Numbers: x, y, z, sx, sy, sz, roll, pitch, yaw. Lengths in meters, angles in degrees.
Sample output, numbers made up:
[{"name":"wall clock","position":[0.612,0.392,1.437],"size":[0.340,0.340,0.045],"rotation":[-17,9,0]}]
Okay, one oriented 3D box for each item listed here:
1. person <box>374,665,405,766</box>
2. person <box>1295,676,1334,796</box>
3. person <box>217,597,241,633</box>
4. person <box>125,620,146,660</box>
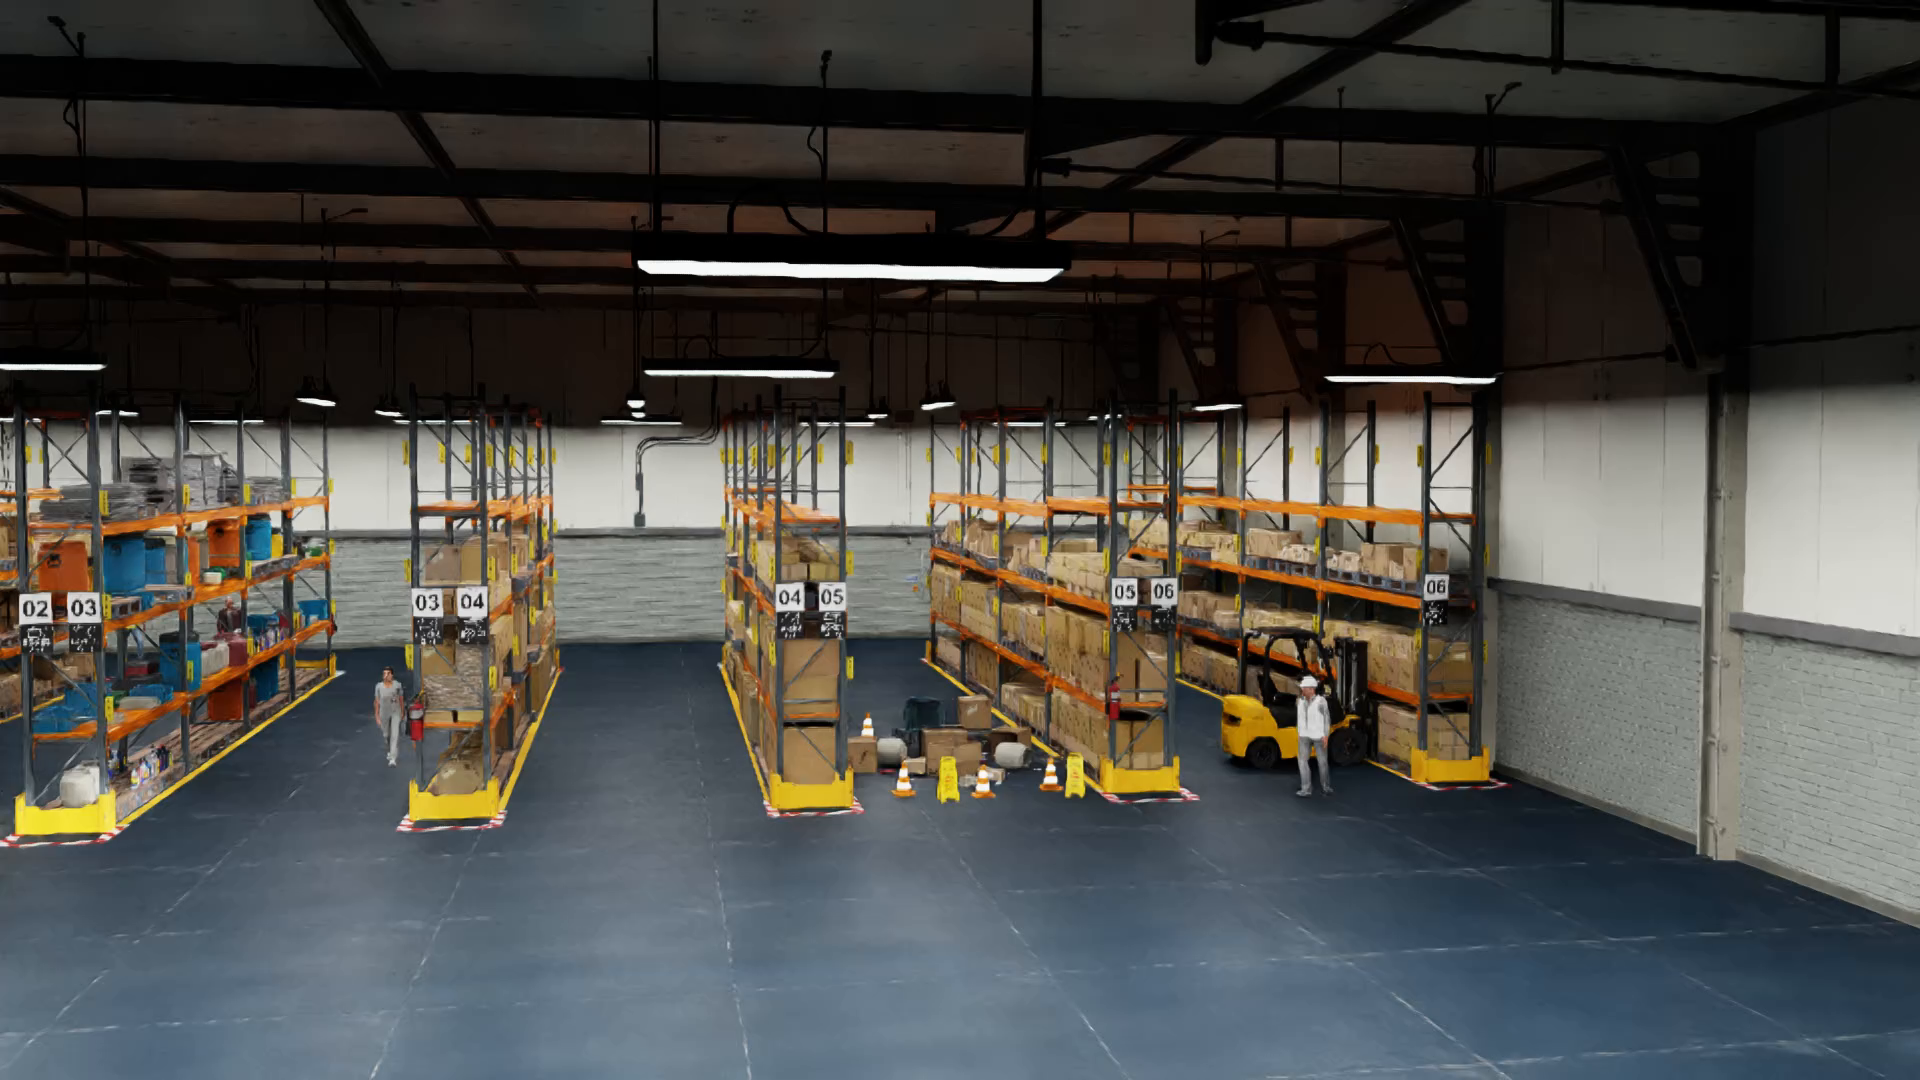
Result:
[{"name":"person","position":[-9.276,2.822,26.991],"size":[0.446,1.590,1.109],"rotation":[0,3,-8]},{"name":"person","position":[5.223,2.882,24.568],"size":[0.560,1.765,0.590],"rotation":[2,4,38]},{"name":"person","position":[-17.059,2.165,38.877],"size":[0.585,1.698,1.193],"rotation":[0,3,-8]},{"name":"person","position":[-20.085,2.105,40.255],"size":[0.714,1.697,0.823],"rotation":[-2,3,-28]}]
